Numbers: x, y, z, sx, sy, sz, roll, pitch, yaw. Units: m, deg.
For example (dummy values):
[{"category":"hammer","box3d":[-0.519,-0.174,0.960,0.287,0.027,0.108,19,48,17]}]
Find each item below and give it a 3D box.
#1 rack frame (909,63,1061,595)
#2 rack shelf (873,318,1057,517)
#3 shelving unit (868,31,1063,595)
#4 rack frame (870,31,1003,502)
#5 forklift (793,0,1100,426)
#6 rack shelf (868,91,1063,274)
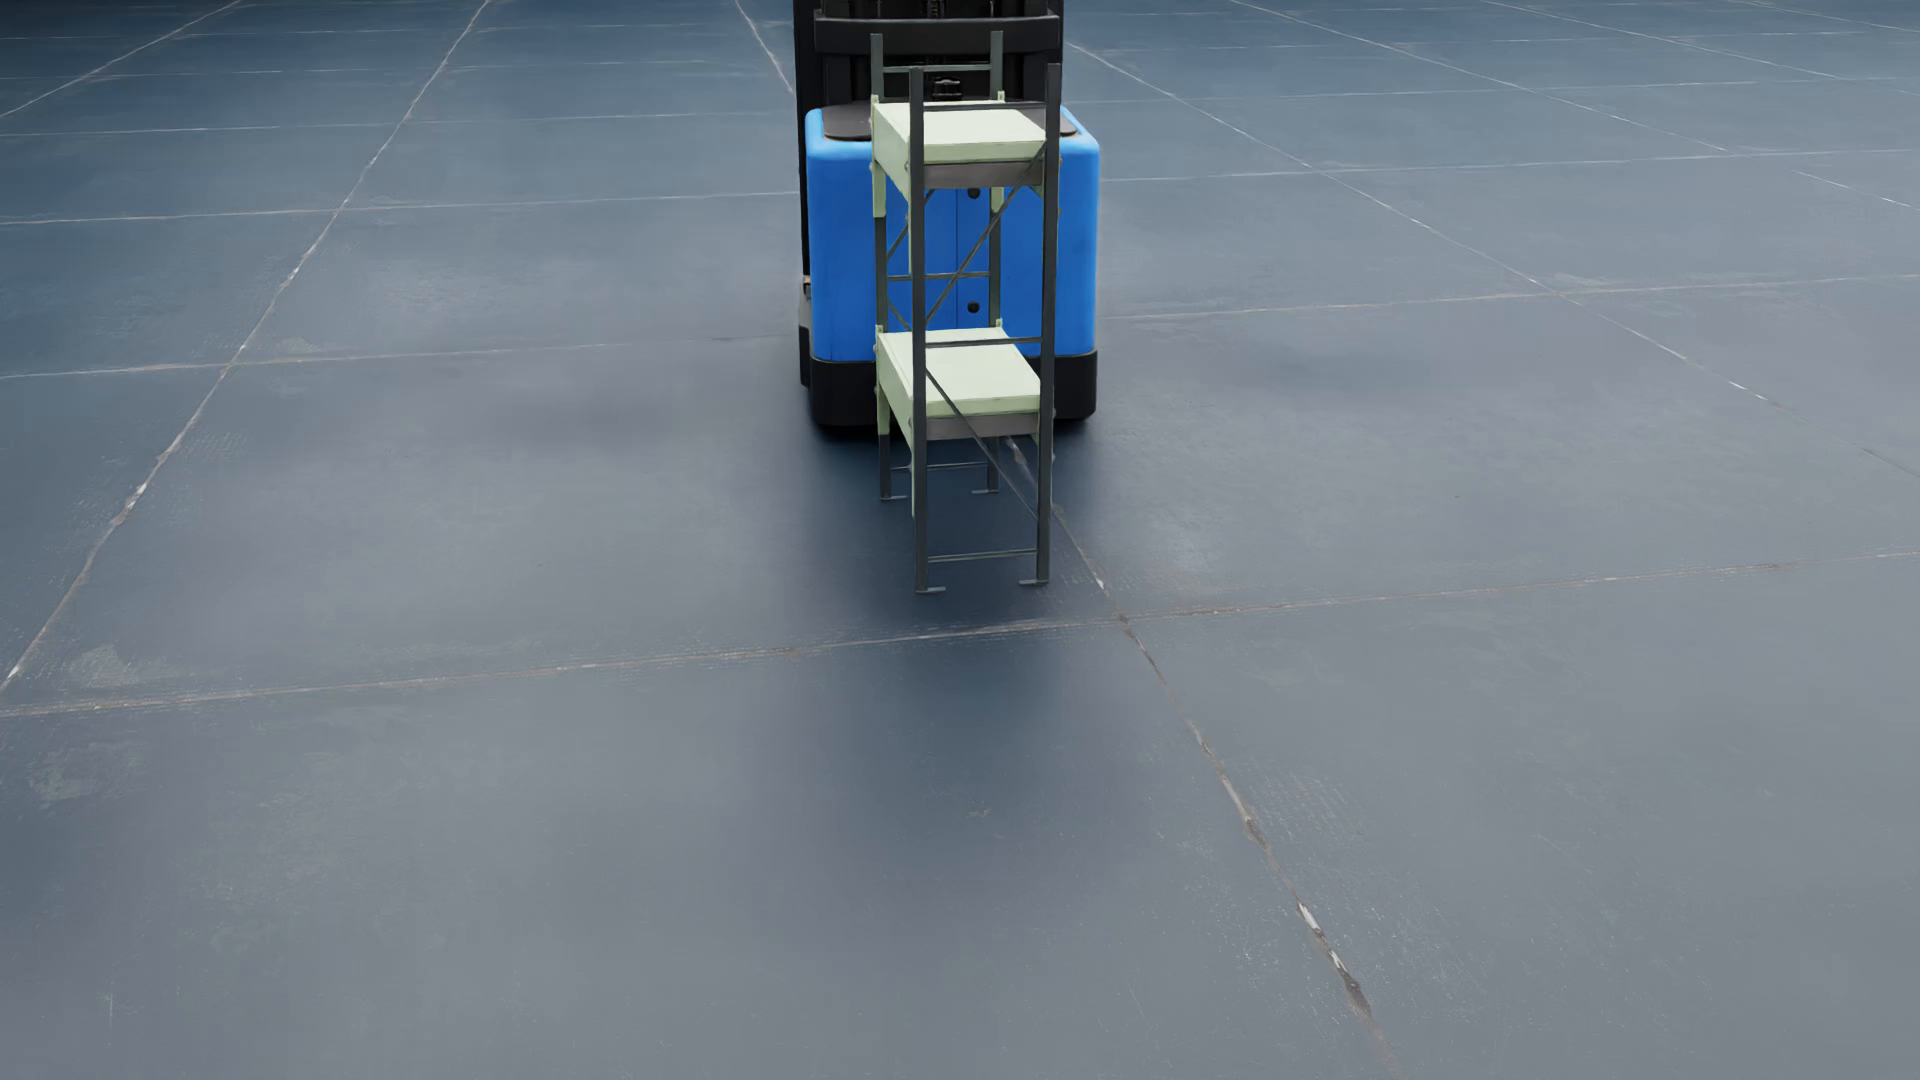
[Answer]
[{"category":"rack frame","box3d":[0.066,-0.546,4.626,0.400,1.500,0.023,-4,24,-10]},{"category":"rack shelf","box3d":[-0.001,-0.391,5.086,0.431,0.370,0.720,-4,24,-10]},{"category":"shelving unit","box3d":[-0.001,-0.690,4.956,0.431,1.500,0.755,-4,24,-10]},{"category":"rack frame","box3d":[-0.069,-0.834,5.285,0.400,1.500,0.023,-4,24,-10]},{"category":"forklift","box3d":[-0.151,-2.307,6.871,1.130,2.935,3.031,-2,24,-5]},{"category":"rack shelf","box3d":[-0.001,-1.048,4.800,0.431,0.370,0.720,-4,24,-10]}]
